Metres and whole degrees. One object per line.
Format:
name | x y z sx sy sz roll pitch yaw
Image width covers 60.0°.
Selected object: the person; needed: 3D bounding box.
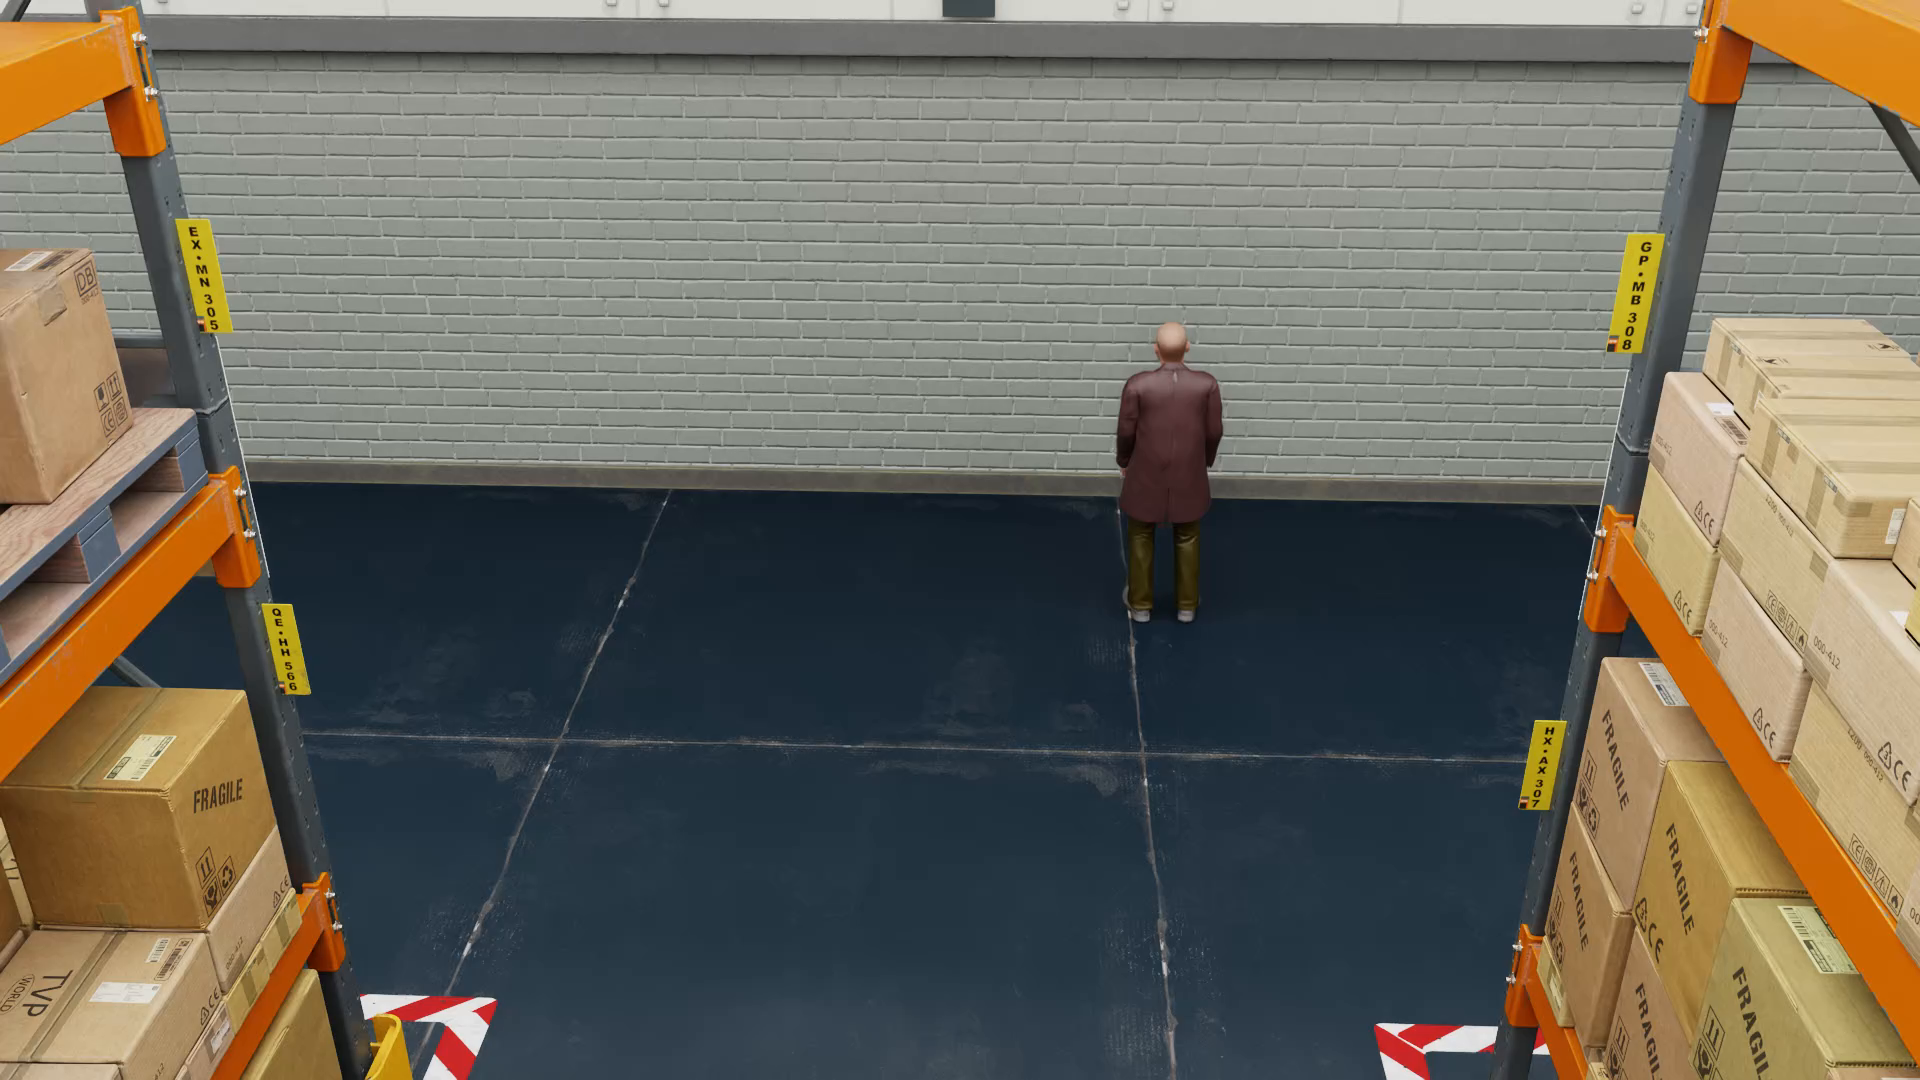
person | 1.157 -0.376 9.351 0.587 1.779 0.425 0 28 1
